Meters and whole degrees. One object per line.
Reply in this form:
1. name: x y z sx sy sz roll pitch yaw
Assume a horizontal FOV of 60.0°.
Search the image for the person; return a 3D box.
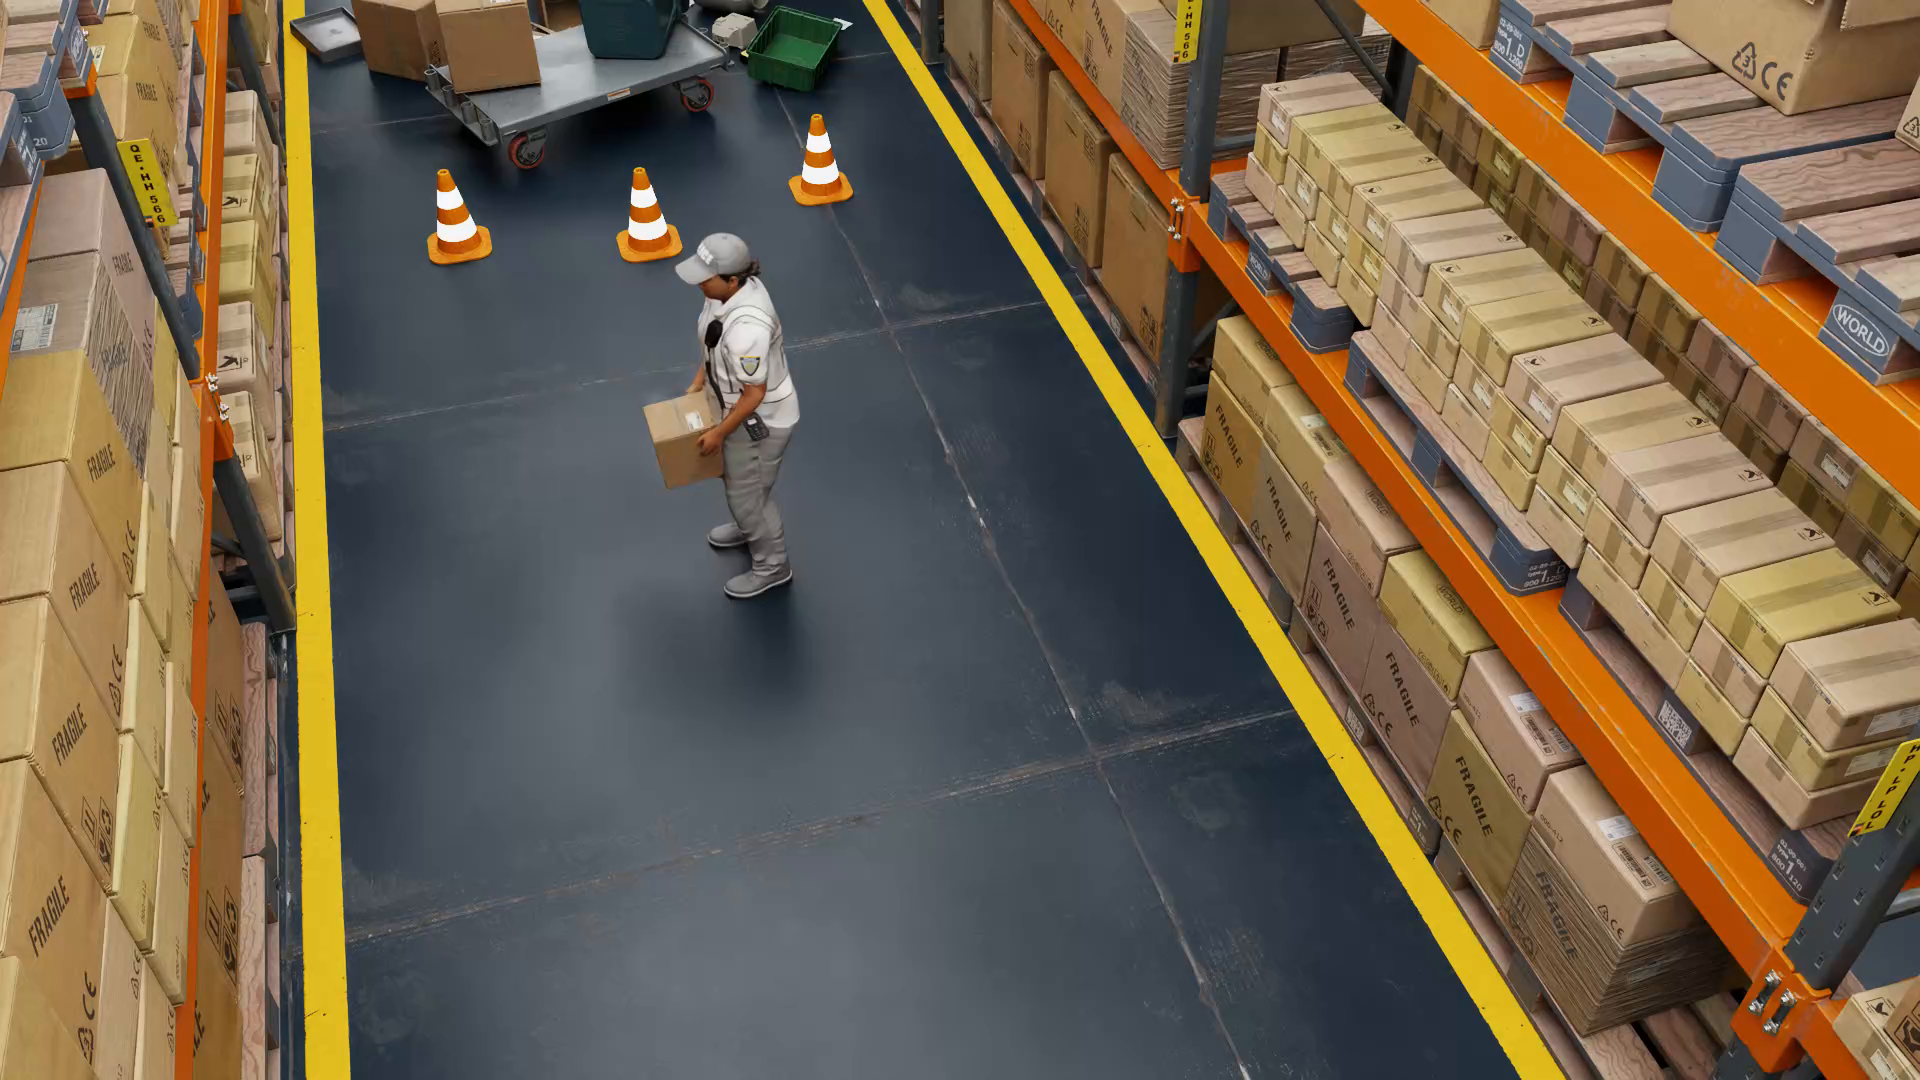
1. person: 0.691 -16.722 21.200 17.098 6.001 40.550 -13 44 -13
